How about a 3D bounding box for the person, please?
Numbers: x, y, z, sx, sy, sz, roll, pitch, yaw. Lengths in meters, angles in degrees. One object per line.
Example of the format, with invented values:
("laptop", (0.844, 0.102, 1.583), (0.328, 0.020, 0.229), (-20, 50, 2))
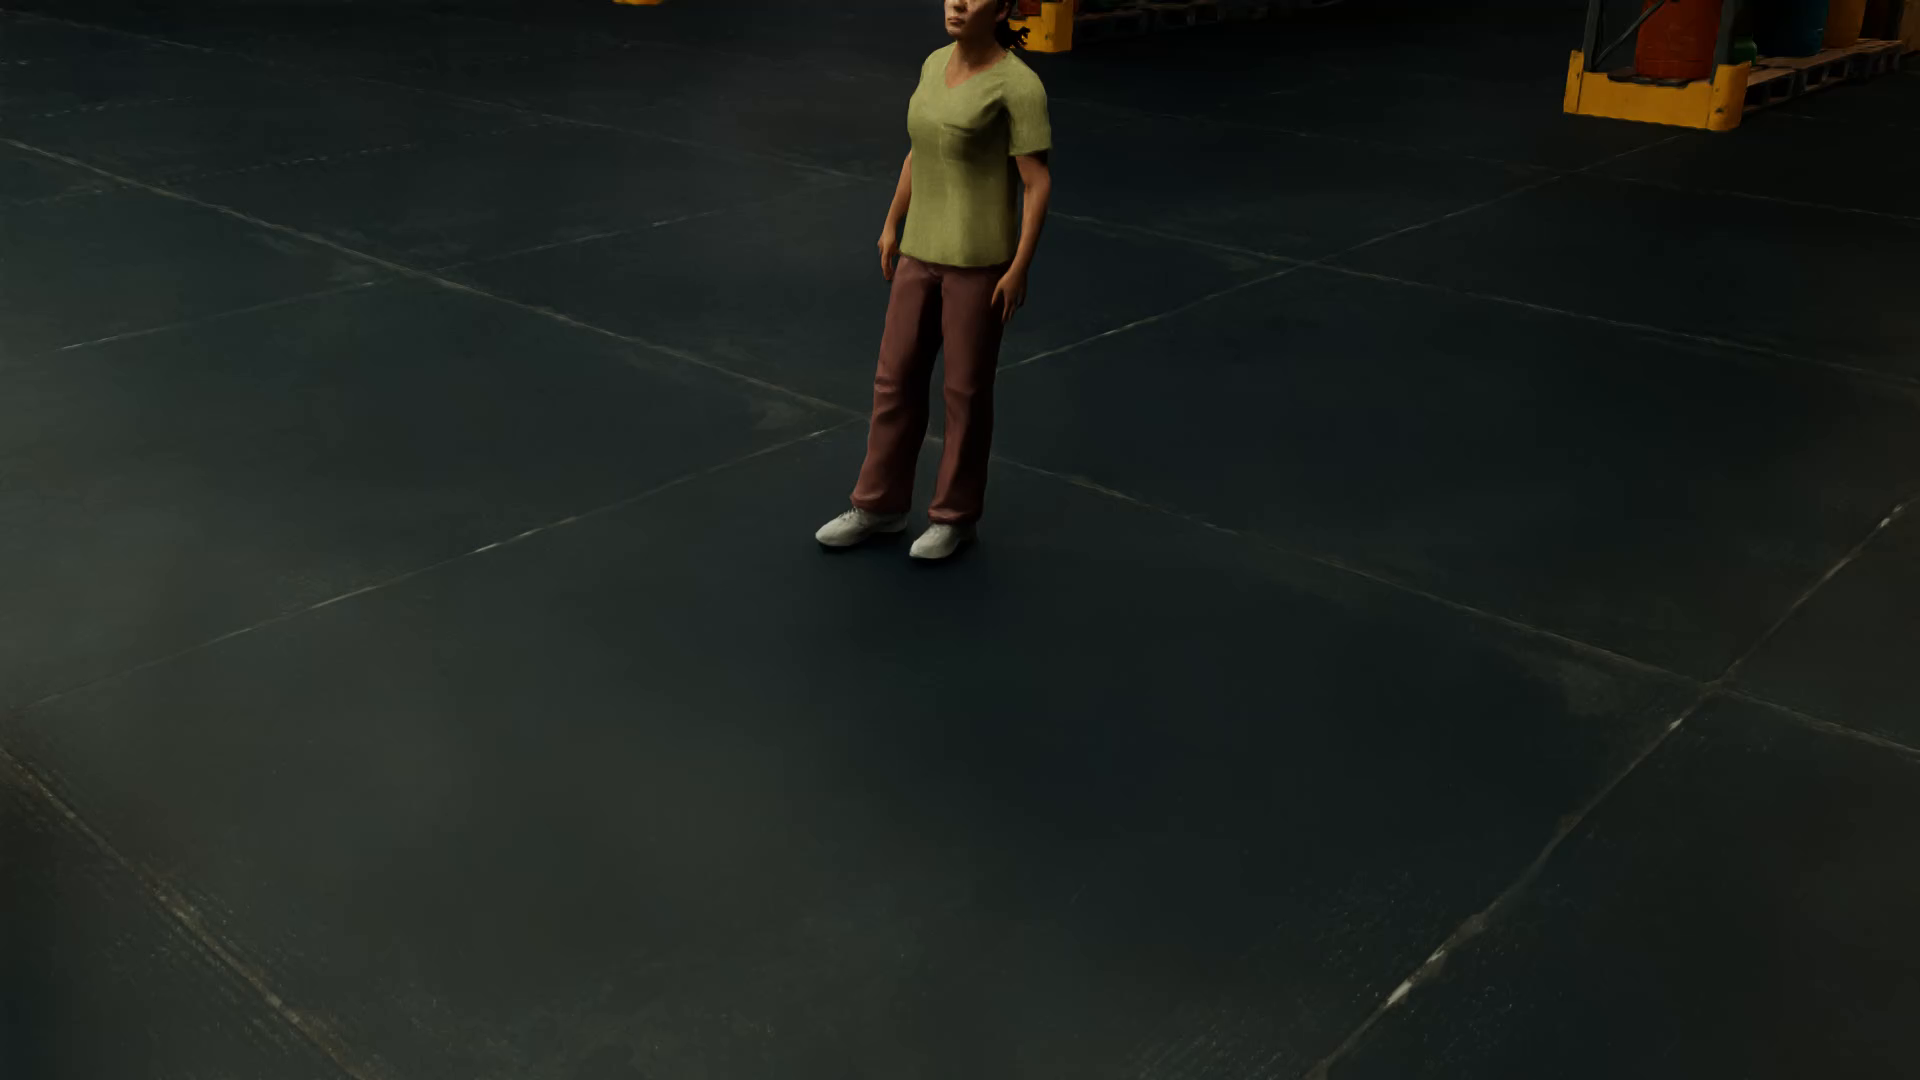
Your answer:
("person", (-0.058, -0.755, 4.594), (0.554, 1.674, 0.548), (20, 31, 38))
